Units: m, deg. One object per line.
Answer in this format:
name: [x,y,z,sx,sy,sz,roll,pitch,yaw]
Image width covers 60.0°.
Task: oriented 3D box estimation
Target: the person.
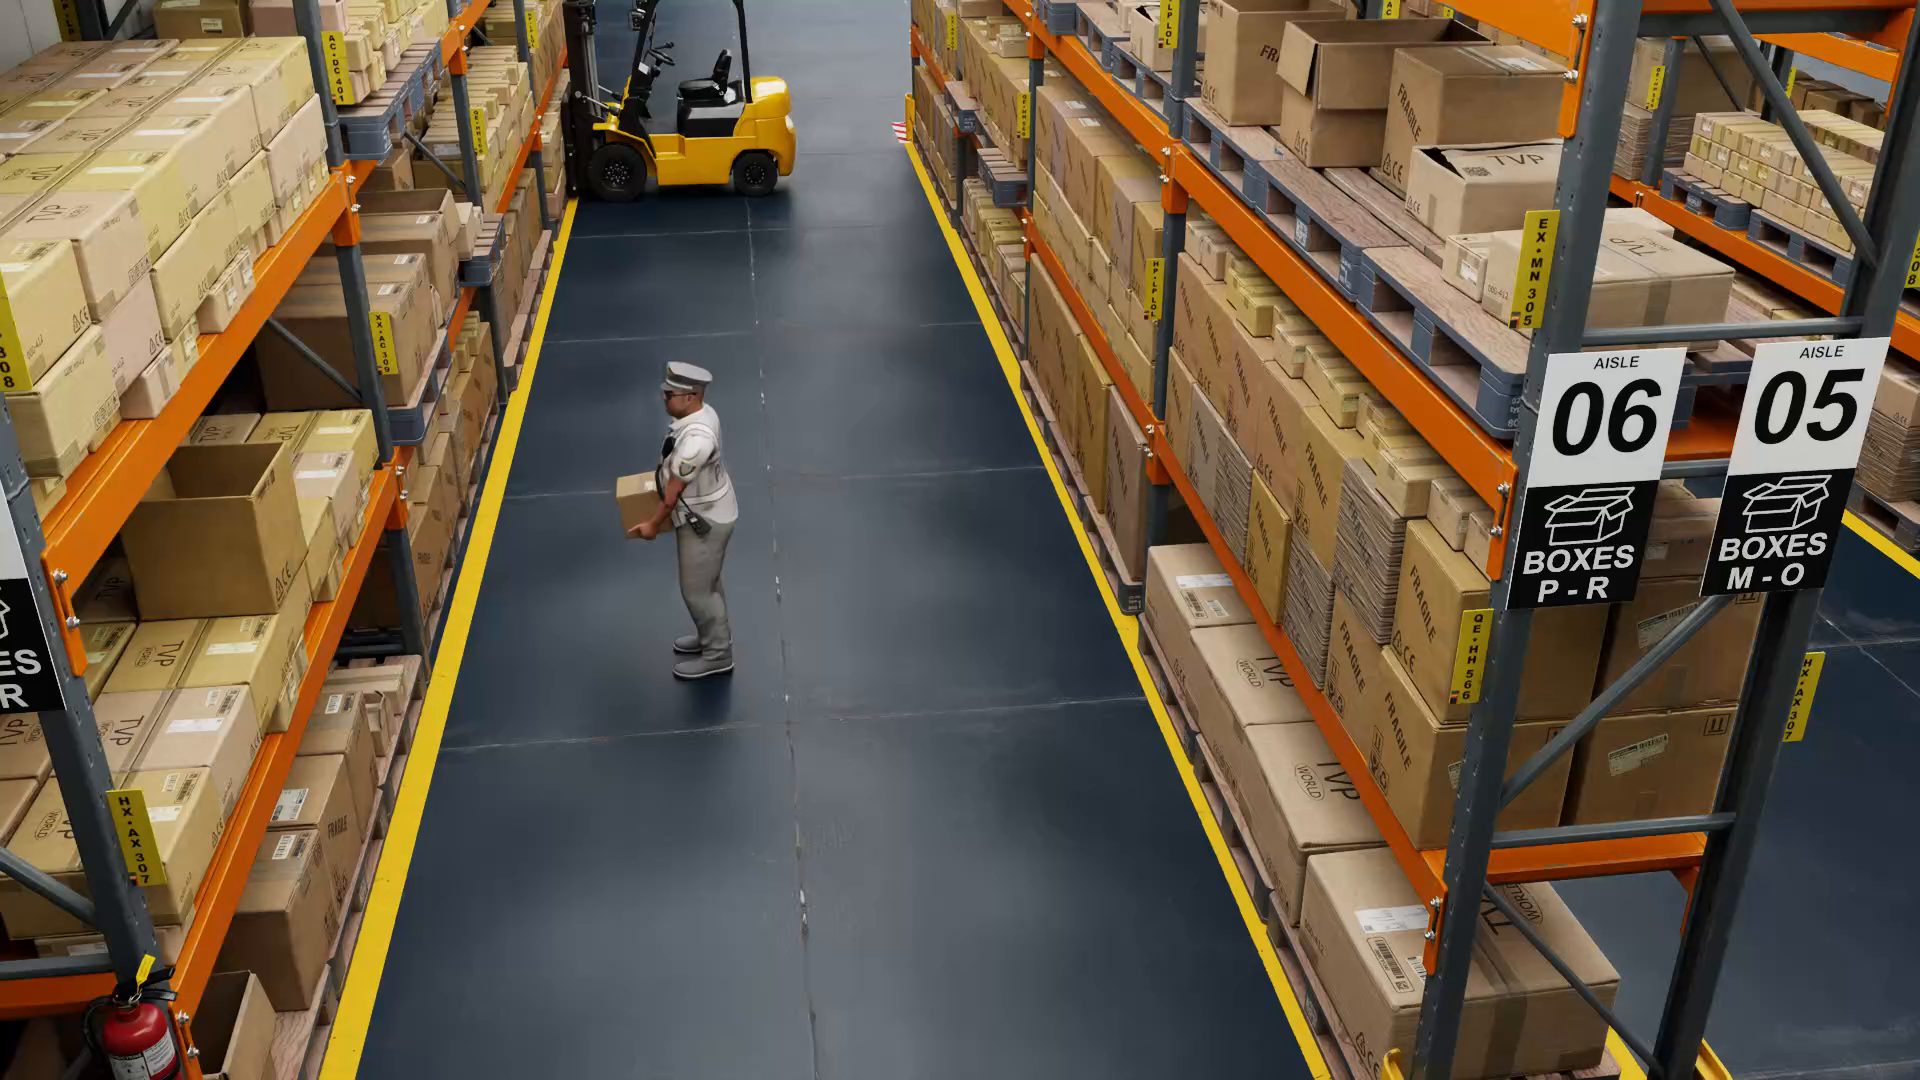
person: [-1.464,-0.111,8.816,0.572,1.770,0.490,-4,27,-8]
